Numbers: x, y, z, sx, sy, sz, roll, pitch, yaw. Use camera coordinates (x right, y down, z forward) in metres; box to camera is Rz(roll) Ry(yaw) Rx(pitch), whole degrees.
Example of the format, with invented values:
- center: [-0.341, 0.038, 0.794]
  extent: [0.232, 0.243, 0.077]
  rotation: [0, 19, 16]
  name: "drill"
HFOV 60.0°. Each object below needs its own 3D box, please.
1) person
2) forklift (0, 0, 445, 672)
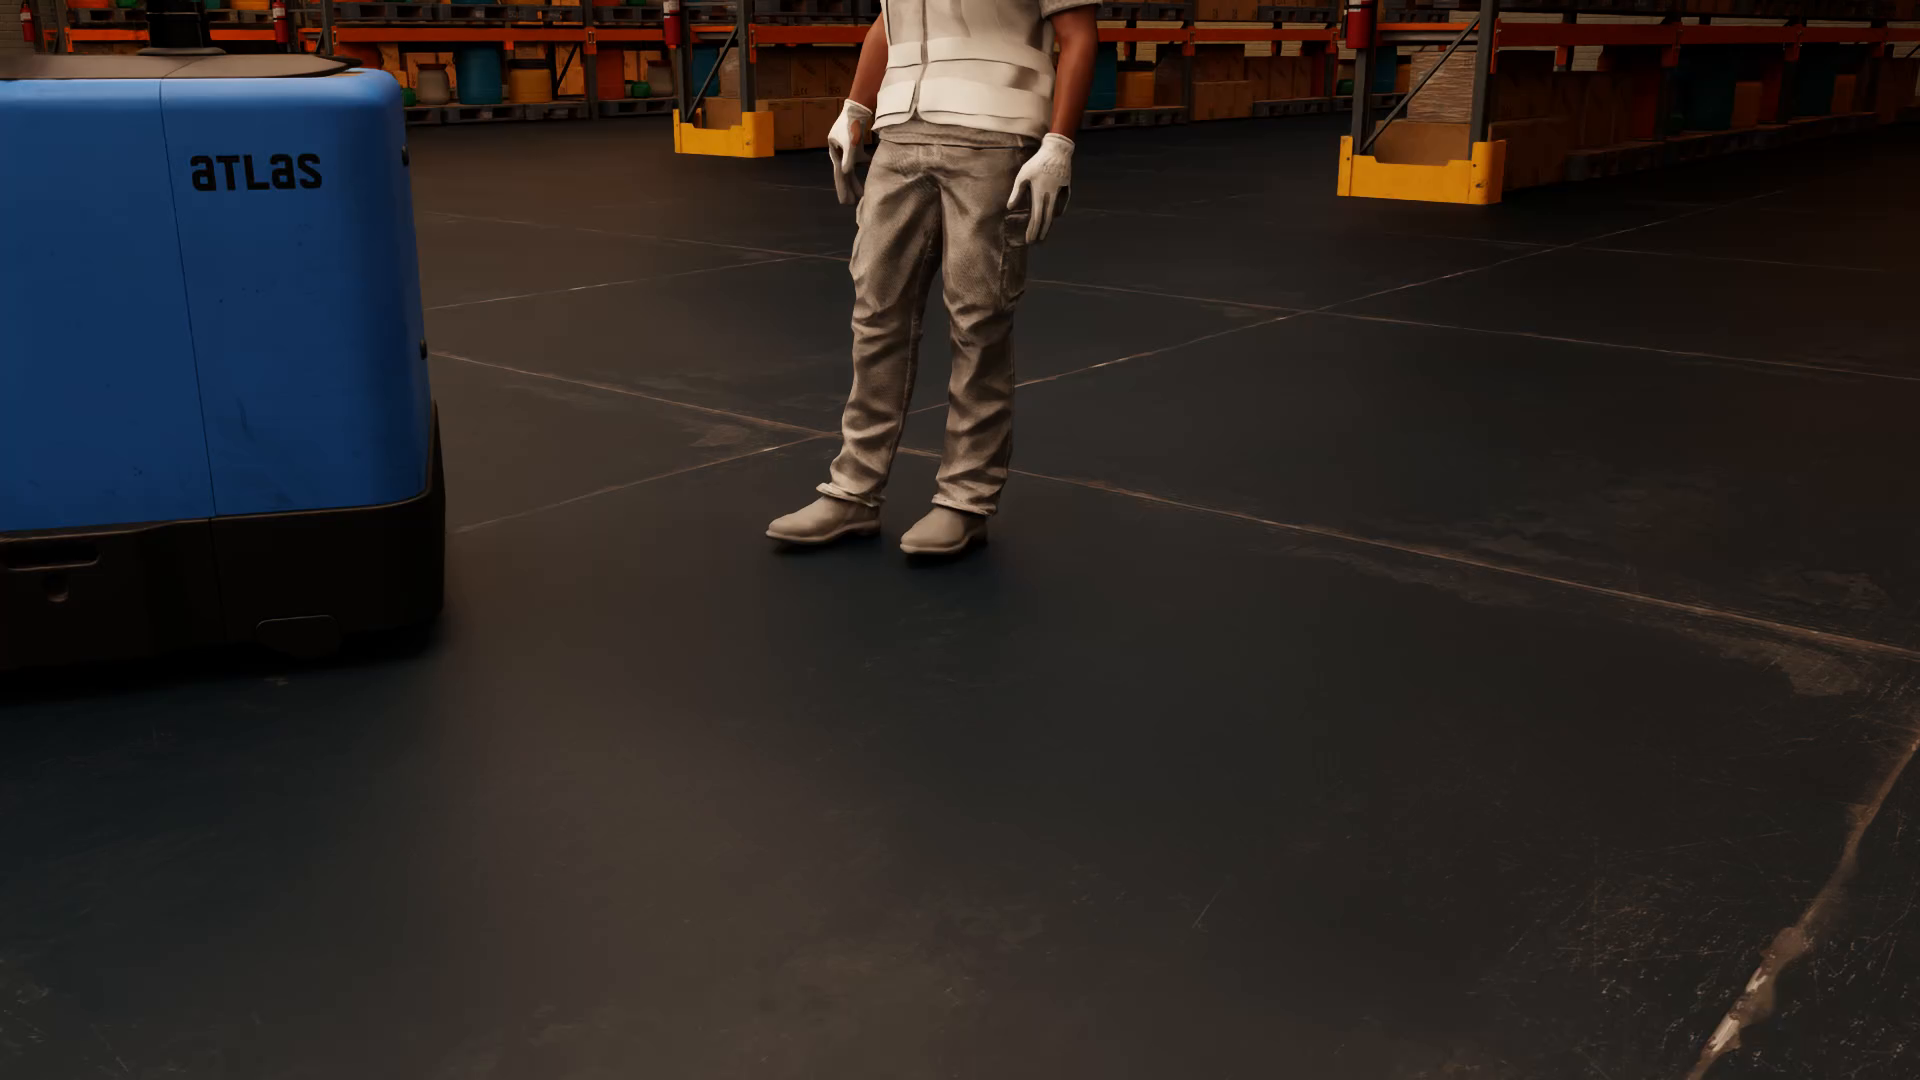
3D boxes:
- center: [-0.052, -0.846, 3.633]
  extent: [0.656, 1.781, 0.577]
  rotation: [13, 21, 37]
  name: "person"
- center: [-2.586, -1.196, 2.836]
  extent: [3.031, 2.935, 1.130]
  rotation: [-5, 18, -15]
  name: "forklift"
